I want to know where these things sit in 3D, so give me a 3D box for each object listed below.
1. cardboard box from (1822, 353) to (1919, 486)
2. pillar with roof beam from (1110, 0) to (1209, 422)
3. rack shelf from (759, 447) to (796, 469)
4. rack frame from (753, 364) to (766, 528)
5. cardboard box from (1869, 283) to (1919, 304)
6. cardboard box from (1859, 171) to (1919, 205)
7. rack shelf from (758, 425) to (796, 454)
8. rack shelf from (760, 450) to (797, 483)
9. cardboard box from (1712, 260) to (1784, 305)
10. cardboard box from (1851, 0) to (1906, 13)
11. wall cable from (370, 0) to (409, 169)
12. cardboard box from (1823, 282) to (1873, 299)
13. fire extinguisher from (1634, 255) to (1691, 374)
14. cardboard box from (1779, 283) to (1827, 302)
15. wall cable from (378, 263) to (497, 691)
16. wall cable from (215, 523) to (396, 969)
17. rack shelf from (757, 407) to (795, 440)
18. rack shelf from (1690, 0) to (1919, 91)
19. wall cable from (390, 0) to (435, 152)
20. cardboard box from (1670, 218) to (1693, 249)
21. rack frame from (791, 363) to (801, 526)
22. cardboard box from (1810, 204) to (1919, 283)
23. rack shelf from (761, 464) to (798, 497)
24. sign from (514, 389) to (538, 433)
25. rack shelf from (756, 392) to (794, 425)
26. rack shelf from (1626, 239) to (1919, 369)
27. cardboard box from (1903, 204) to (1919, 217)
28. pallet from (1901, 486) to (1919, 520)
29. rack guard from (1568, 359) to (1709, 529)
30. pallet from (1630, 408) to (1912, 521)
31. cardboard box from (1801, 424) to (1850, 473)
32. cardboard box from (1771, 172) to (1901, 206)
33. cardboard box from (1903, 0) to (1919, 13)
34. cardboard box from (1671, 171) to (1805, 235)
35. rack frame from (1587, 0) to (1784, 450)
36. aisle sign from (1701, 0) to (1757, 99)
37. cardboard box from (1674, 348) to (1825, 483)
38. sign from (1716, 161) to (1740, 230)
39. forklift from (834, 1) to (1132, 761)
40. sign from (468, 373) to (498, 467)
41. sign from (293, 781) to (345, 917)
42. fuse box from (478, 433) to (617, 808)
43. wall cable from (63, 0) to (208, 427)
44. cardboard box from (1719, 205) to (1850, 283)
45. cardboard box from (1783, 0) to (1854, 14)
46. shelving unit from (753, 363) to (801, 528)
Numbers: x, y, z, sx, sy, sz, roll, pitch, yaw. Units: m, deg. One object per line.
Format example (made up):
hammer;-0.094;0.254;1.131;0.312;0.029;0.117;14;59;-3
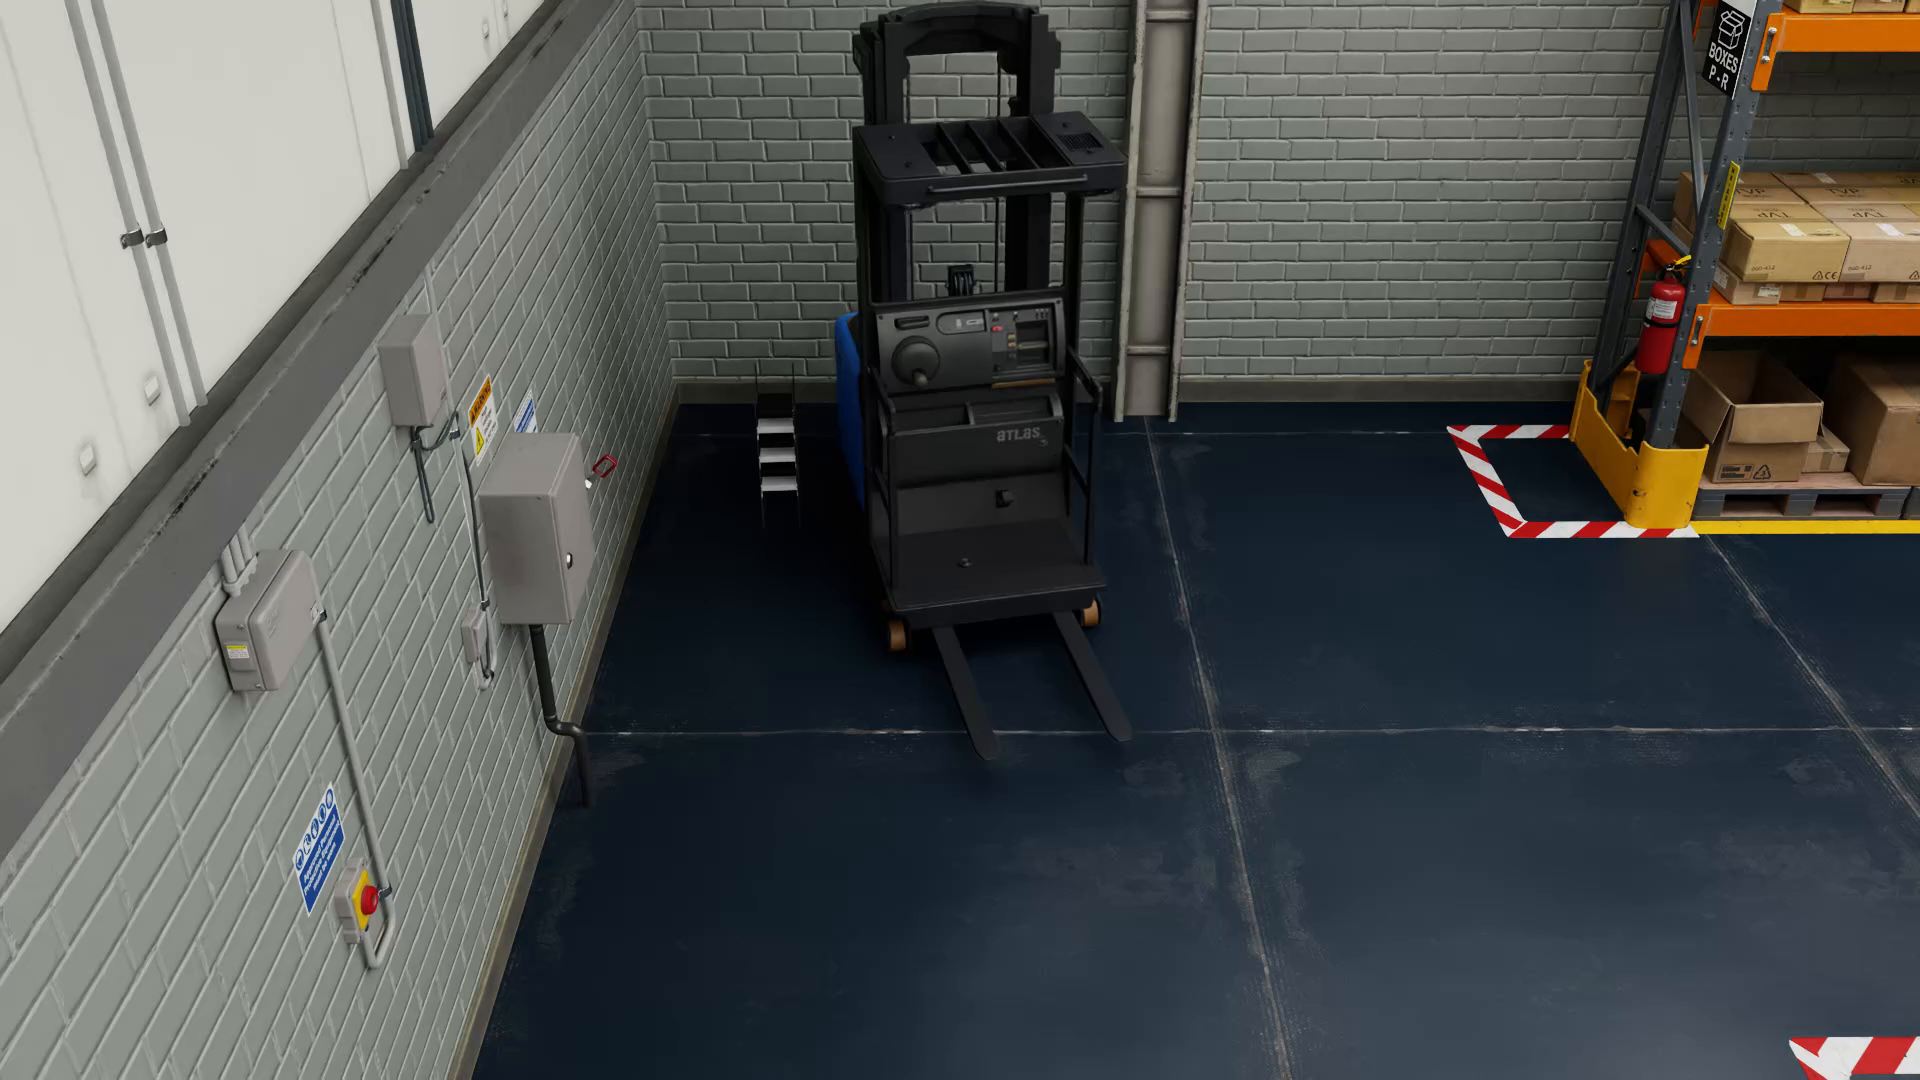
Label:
cardboard box;5.335;-0.695;9.508;0.500;0.500;0.700;1;31;2
pillar with roof beam;1.192;-2.439;4.595;0.400;9.000;9.100;0;31;0
rack shelf;-1.011;-0.491;9.257;0.200;0.077;0.258;-2;31;-3
rack frame;-1.113;-0.517;9.234;0.006;0.900;0.240;-2;31;-3
cardboard box;4.968;-1.413;8.929;0.250;0.149;0.380;1;31;1
cardboard box;5.337;-1.851;9.267;0.500;0.250;0.500;1;31;1
rack shelf;-1.011;-0.568;9.210;0.200;0.077;0.258;-2;31;-3
rack shelf;-1.011;-0.415;9.303;0.200;0.077;0.258;-2;31;-3
cardboard box;4.198;-1.400;8.908;0.250;0.149;0.380;0;31;-1
cardboard box;4.450;-2.718;8.189;0.250;0.149;0.380;0;31;1
wall cable;-1.787;-1.865;3.648;0.029;3.000;2.355;0;31;0
cardboard box;4.715;-1.444;8.980;0.250;0.149;0.380;-1;31;-1
fire extinguisher;3.723;-1.216;8.796;0.183;0.674;0.296;0;31;0
cardboard box;4.452;-1.425;8.949;0.250;0.149;0.380;1;31;1
wall cable;-1.757;-0.214;5.732;0.122;1.984;0.588;0;31;0
wall cable;-1.737;0.508;4.511;0.123;1.953;0.585;0;31;0
rack shelf;-1.011;-0.645;9.163;0.200;0.077;0.258;-2;31;-3
rack shelf;5.868;-2.630;8.494;4.000;0.370;1.077;0;31;0
wall cable;-1.766;-3.326;6.021;0.133;3.039;2.988;0;31;0
cardboard box;4.198;-1.681;9.372;0.250;0.149;0.380;-1;31;-1
rack frame;-0.910;-0.523;9.245;0.006;0.900;0.240;-2;31;-3
cardboard box;4.827;-1.575;8.812;0.500;0.250;0.500;0;31;0
rack shelf;-1.011;-0.338;9.350;0.200;0.077;0.258;-2;31;-3
sign;-1.814;-0.349;7.025;0.001;0.494;0.329;0;31;0
rack shelf;-1.011;-0.722;9.117;0.200;0.077;0.258;-2;31;-3
rack shelf;5.868;-1.347;9.272;4.000;0.370;1.077;0;31;0
cardboard box;5.334;-1.578;8.817;0.500;0.250;0.500;-1;31;-1
pallet;5.958;-0.462;9.808;1.213;0.211;1.003;0;31;0
rack guard;3.944;-0.580;9.724;0.348;0.500;1.175;0;31;0
pallet;4.741;-0.459;9.804;1.213;0.211;1.003;0;31;0
cardboard box;4.905;-0.543;9.597;0.250;0.149;0.380;-1;31;-2
cardboard box;4.842;-1.852;9.268;0.500;0.250;0.500;0;31;0
cardboard box;4.707;-2.710;8.176;0.250;0.149;0.380;0;31;0
cardboard box;4.326;-1.851;9.266;0.500;0.250;0.500;1;31;1
rack frame;3.868;-1.649;9.075;0.127;3.000;1.000;0;31;0
aisle sign;3.801;-2.607;8.150;0.004;0.787;0.394;0;31;0
cardboard box;4.480;-0.714;9.536;0.637;0.503;0.797;-1;31;-2
sign;3.871;-1.737;8.387;0.005;0.325;0.100;0;31;0
forklift;0.105;-0.907;7.919;1.130;2.935;3.031;-7;32;-11
sign;-1.811;-0.458;6.317;0.001;0.242;0.339;0;31;0
sign;-1.798;0.866;4.671;0.001;0.218;0.327;0;31;0
fuse box;-1.604;0.417;6.914;0.414;1.711;0.539;0;31;0
wall cable;-1.785;-1.475;3.005;0.029;3.000;0.463;0;31;0
cardboard box;4.323;-1.573;8.809;0.500;0.250;0.500;0;31;0
cardboard box;4.188;-2.704;8.165;0.250;0.149;0.380;0;31;1
shelving unit;-1.011;-0.520;9.240;0.210;0.900;0.258;-2;31;-3
